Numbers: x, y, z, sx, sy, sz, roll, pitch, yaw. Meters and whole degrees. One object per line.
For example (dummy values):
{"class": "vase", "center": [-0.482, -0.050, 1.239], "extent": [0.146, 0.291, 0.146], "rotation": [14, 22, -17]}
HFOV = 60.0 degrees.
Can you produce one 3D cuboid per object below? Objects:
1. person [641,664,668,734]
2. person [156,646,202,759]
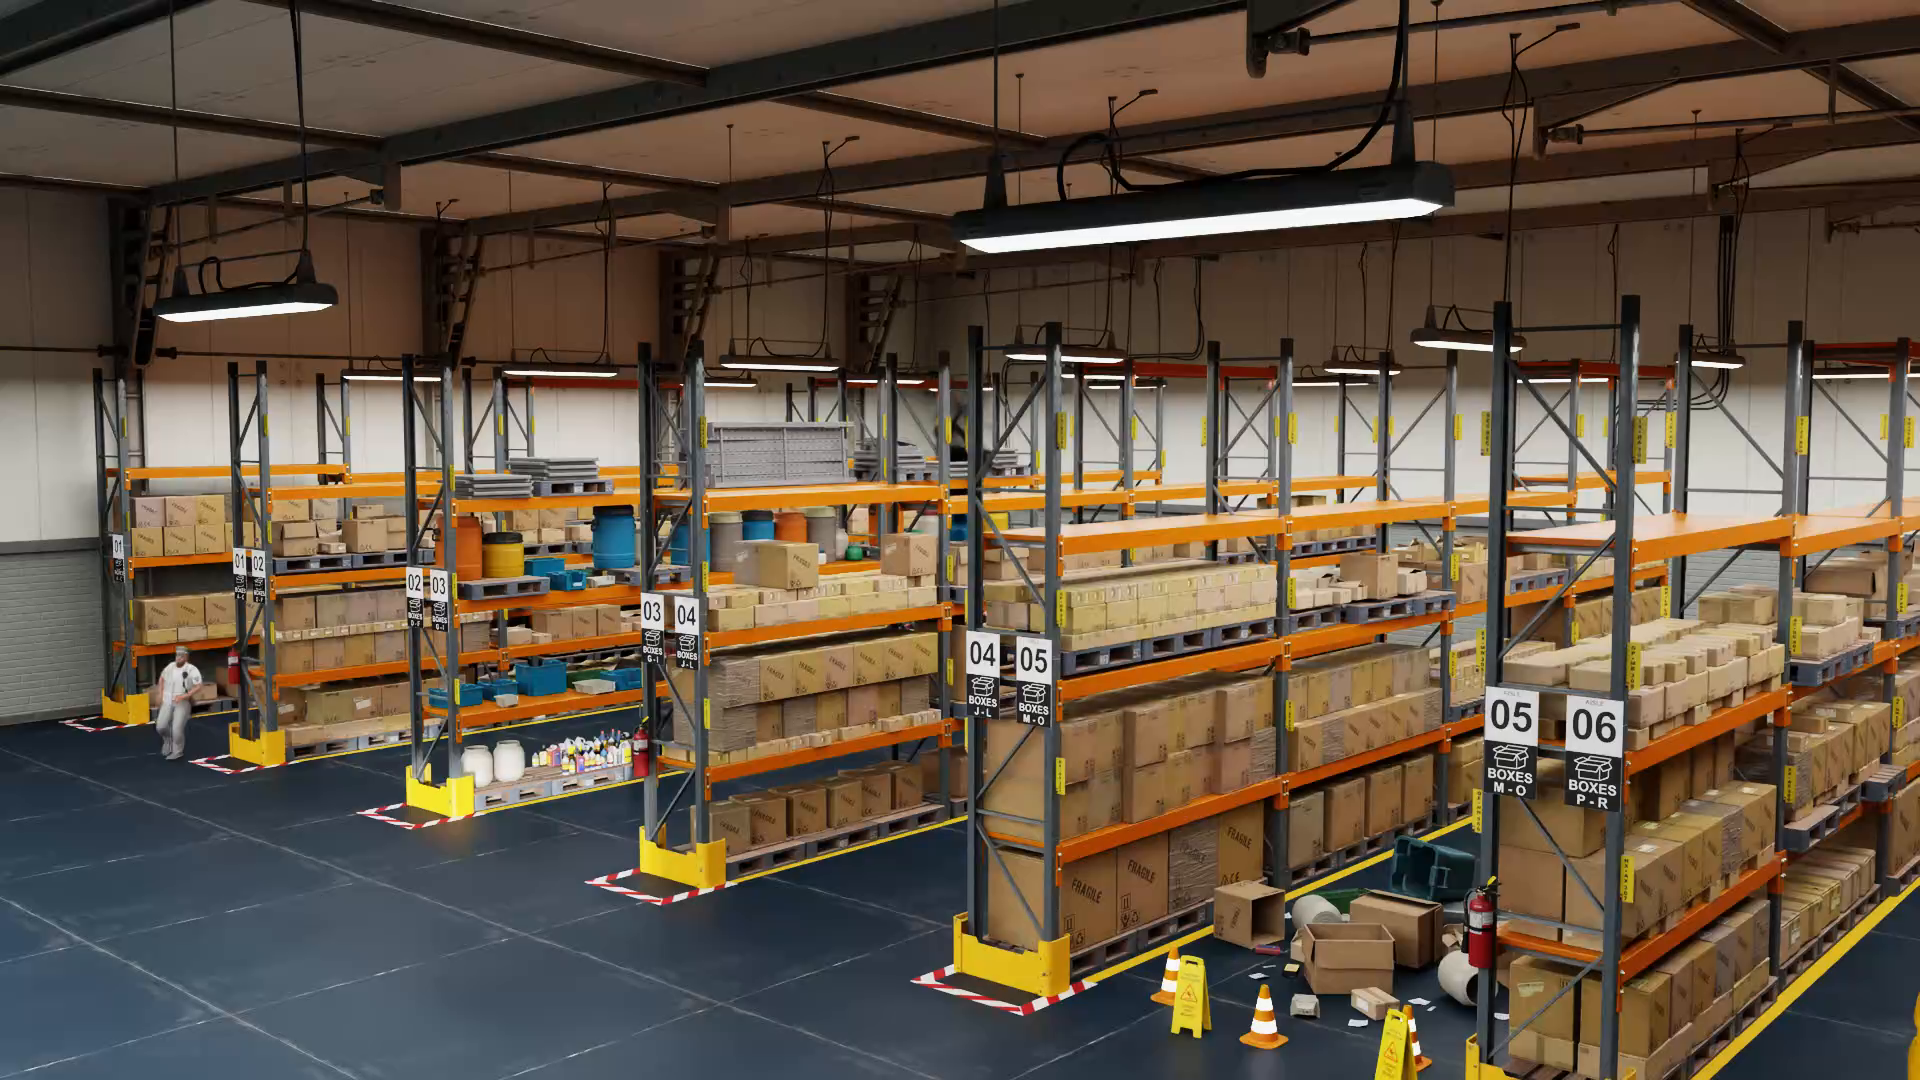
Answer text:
{"class": "person", "center": [-4.829, 2.404, 26.421], "extent": [0.610, 1.667, 0.588], "rotation": [4, 6, 43]}
{"class": "person", "center": [-11.817, 2.461, 25.142], "extent": [0.697, 1.714, 0.534], "rotation": [0, 4, -4]}
